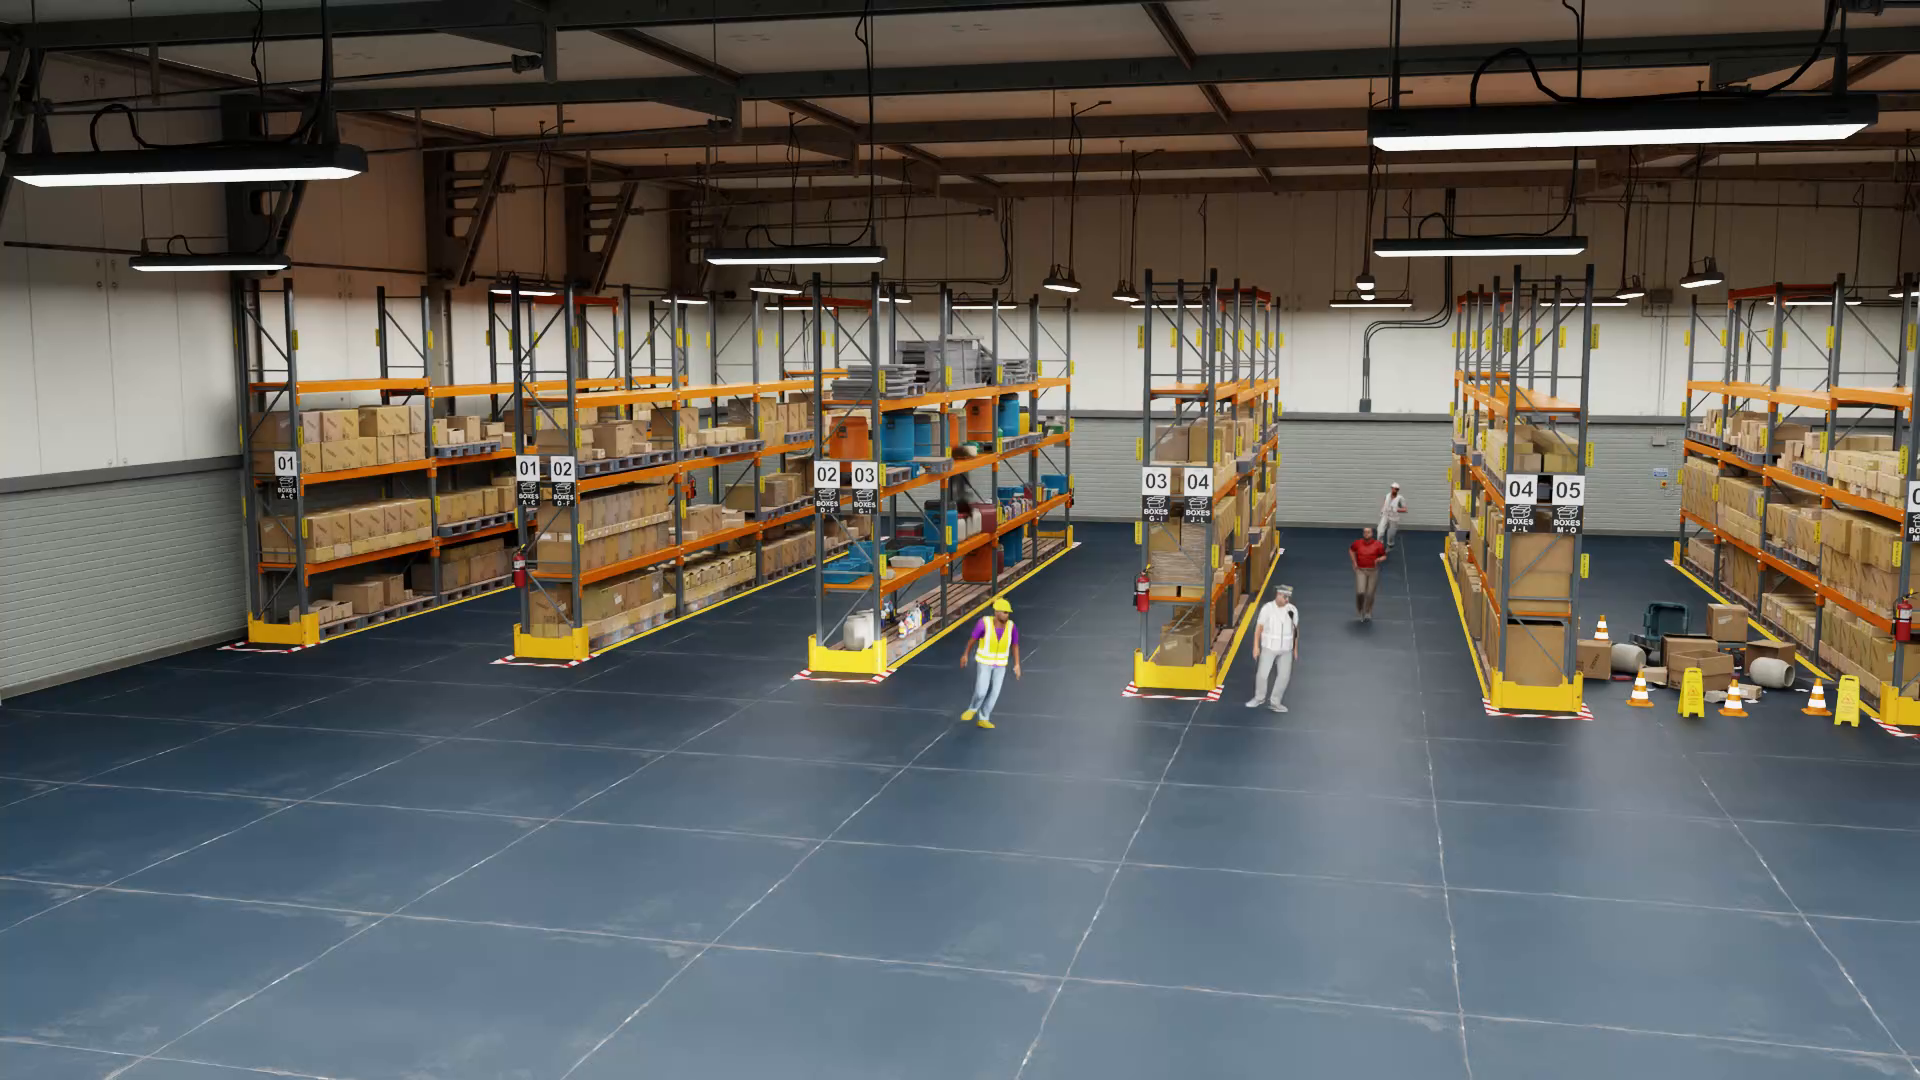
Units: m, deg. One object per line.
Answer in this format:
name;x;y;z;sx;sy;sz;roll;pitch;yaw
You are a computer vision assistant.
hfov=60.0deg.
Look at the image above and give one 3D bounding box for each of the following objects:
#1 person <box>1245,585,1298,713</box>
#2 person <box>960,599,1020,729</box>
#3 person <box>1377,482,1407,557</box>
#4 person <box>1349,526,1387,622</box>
person;4.226;1.457;22.478;0.670;1.728;0.513;-1;7;-8
person;0.401;1.591;21.428;0.719;1.718;0.628;-2;7;-19
person;9.905;-0.449;38.110;0.690;1.759;0.904;4;8;32
person;7.254;0.621;29.611;0.648;1.729;0.700;2;7;14
